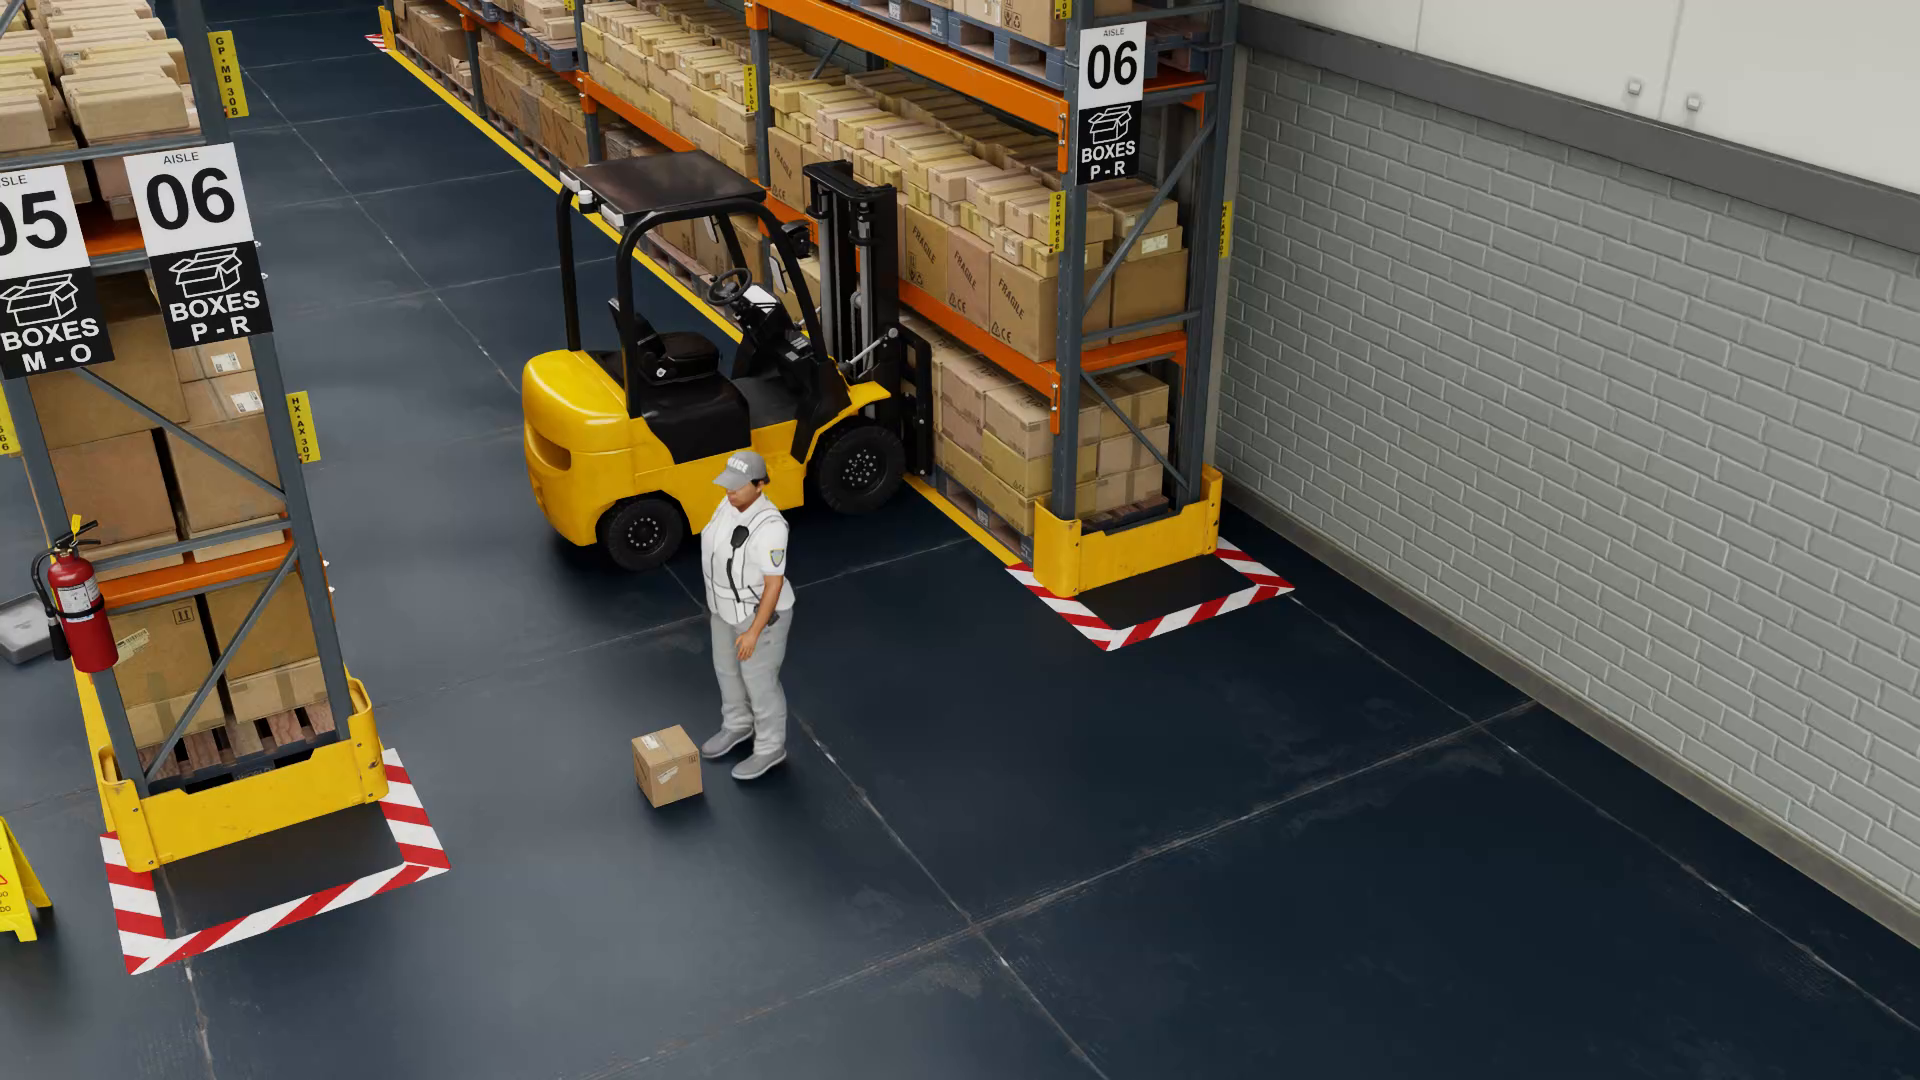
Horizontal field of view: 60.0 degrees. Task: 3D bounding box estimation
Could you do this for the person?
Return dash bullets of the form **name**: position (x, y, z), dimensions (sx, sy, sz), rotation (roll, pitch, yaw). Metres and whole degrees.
- **person**: position (-1.004, 0.405, 7.944), dimensions (0.379, 1.364, 0.433), rotation (-20, 35, -32)
